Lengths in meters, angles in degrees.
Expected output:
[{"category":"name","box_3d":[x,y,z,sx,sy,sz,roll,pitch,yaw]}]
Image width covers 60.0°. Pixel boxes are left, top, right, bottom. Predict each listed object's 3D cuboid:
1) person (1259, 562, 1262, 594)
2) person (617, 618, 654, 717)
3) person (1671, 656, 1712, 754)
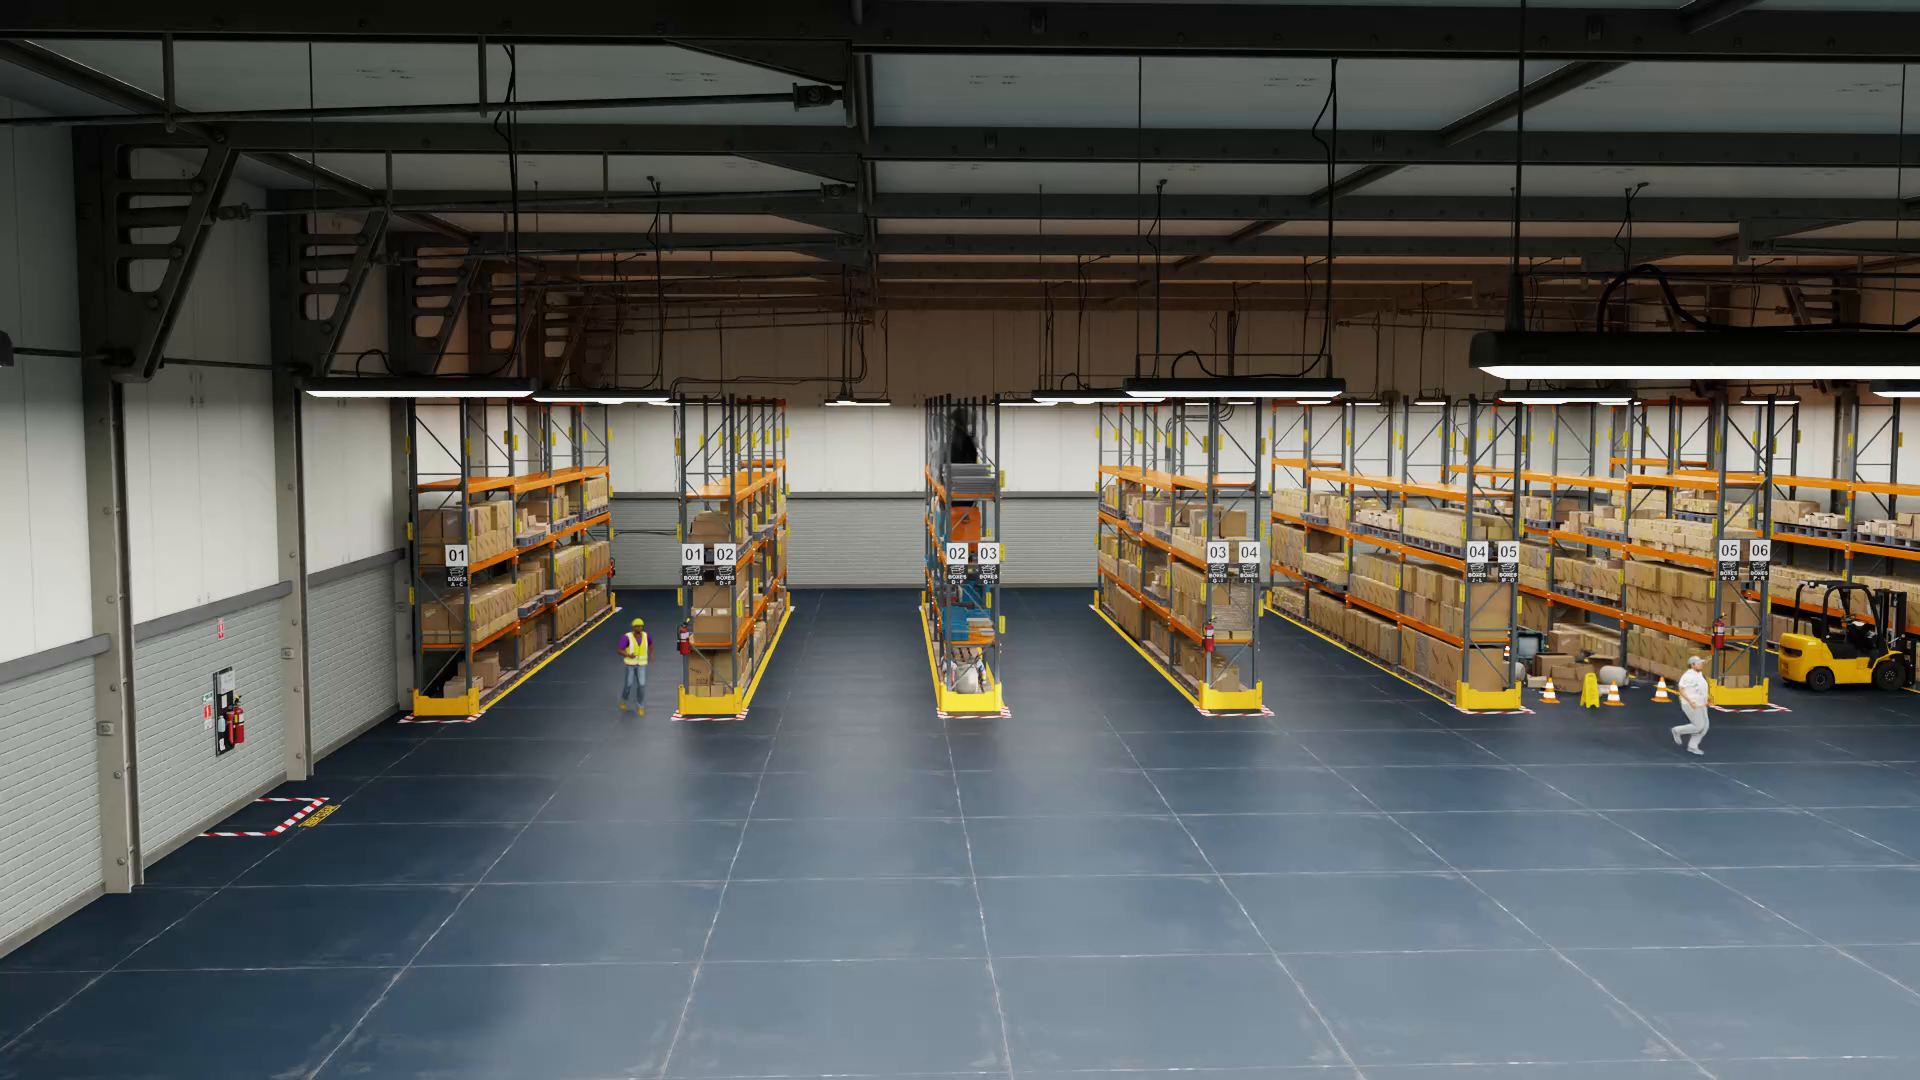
[{"category":"person","box_3d":[8.657,1.076,48.718,0.563,1.603,0.609,-2,5,-24]},{"category":"person","box_3d":[-6.074,2.377,31.231,0.731,1.829,0.798,-2,5,-26]},{"category":"person","box_3d":[12.196,2.740,27.691,0.619,1.633,0.558,-4,6,-41]}]
